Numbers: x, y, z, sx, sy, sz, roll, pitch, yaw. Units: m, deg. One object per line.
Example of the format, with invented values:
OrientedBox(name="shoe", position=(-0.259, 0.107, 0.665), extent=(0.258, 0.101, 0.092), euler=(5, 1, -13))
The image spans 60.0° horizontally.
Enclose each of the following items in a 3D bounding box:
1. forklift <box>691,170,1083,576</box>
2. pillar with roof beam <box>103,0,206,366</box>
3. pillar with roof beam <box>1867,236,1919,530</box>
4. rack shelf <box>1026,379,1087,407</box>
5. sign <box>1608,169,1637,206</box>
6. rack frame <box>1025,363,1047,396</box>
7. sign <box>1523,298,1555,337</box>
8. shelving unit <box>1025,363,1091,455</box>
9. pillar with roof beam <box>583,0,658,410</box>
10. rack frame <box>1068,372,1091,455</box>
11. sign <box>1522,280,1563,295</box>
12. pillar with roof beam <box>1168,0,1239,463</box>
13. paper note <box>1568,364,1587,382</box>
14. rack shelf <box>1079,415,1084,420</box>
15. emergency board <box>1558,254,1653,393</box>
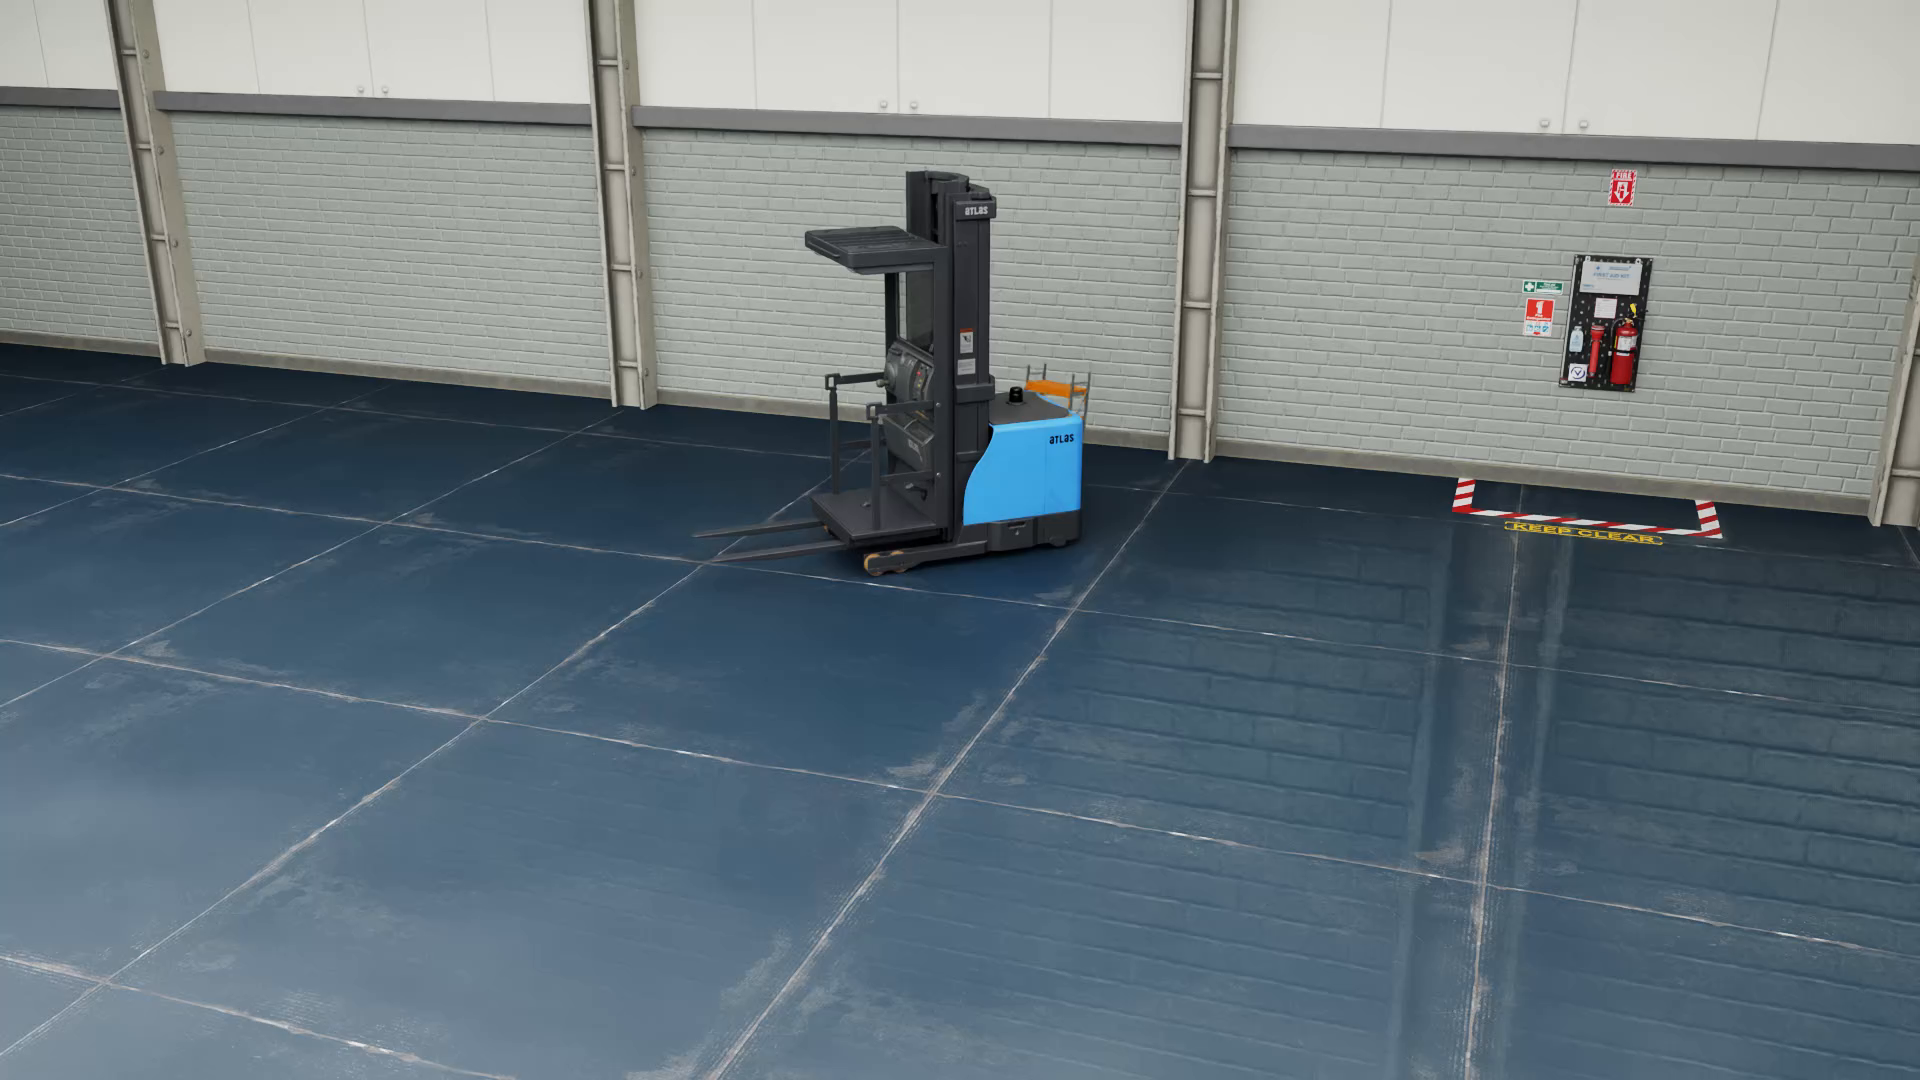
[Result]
OrientedBox(name="forklift", position=(-0.582, -1.305, 12.868), extent=(3.031, 2.935, 1.130), euler=(-8, 21, -21))
OrientedBox(name="pillar with roof beam", position=(-10.538, -5.001, 14.253), extent=(0.400, 9.000, 9.100), euler=(7, 20, 18))
OrientedBox(name="pillar with roof beam", position=(6.465, -3.057, 8.675), extent=(0.400, 9.000, 9.100), euler=(7, 20, 18))
OrientedBox(name="rack shelf", position=(0.822, -1.253, 14.123), extent=(0.480, 0.148, 0.258), euler=(17, 18, 40))
OrientedBox(name="sign", position=(5.581, -2.968, 14.012), extent=(0.199, 0.298, 0.001), euler=(7, 20, 18))
OrientedBox(name="rack frame", position=(0.609, -0.928, 14.374), extent=(0.015, 1.200, 0.240), euler=(17, 18, 40))
OrientedBox(name="sign", position=(5.068, -1.950, 14.560), extent=(0.234, 0.329, 0.001), euler=(7, 20, 18))
OrientedBox(name="shelving unit", position=(0.789, -0.873, 14.218), extent=(0.503, 1.200, 0.258), euler=(17, 18, 40))
OrientedBox(name="pillar with roof beam", position=(-4.870, -4.353, 12.394), extent=(0.400, 9.000, 9.100), euler=(7, 20, 18))
OrientedBox(name="rack frame", position=(0.968, -0.818, 14.062), extent=(0.015, 1.200, 0.240), euler=(17, 18, 40))
OrientedBox(name="sign", position=(5.069, -2.197, 14.463), extent=(0.331, 0.109, 0.001), euler=(7, 20, 18))
OrientedBox(name="pillar with roof beam", position=(0.797, -3.705, 10.534), extent=(0.400, 9.000, 9.100), euler=(7, 20, 18))
OrientedBox(name="paper note", position=(5.411, -1.466, 14.564), extent=(0.142, 0.148, 0.016), euler=(7, 20, 18))
OrientedBox(name="rack shelf", position=(0.802, -1.024, 14.180), extent=(0.480, 0.148, 0.258), euler=(17, 18, 40))
OrientedBox(name="emergency board", position=(5.556, -1.842, 14.302), extent=(0.643, 1.169, 0.194), euler=(7, 20, 18))
